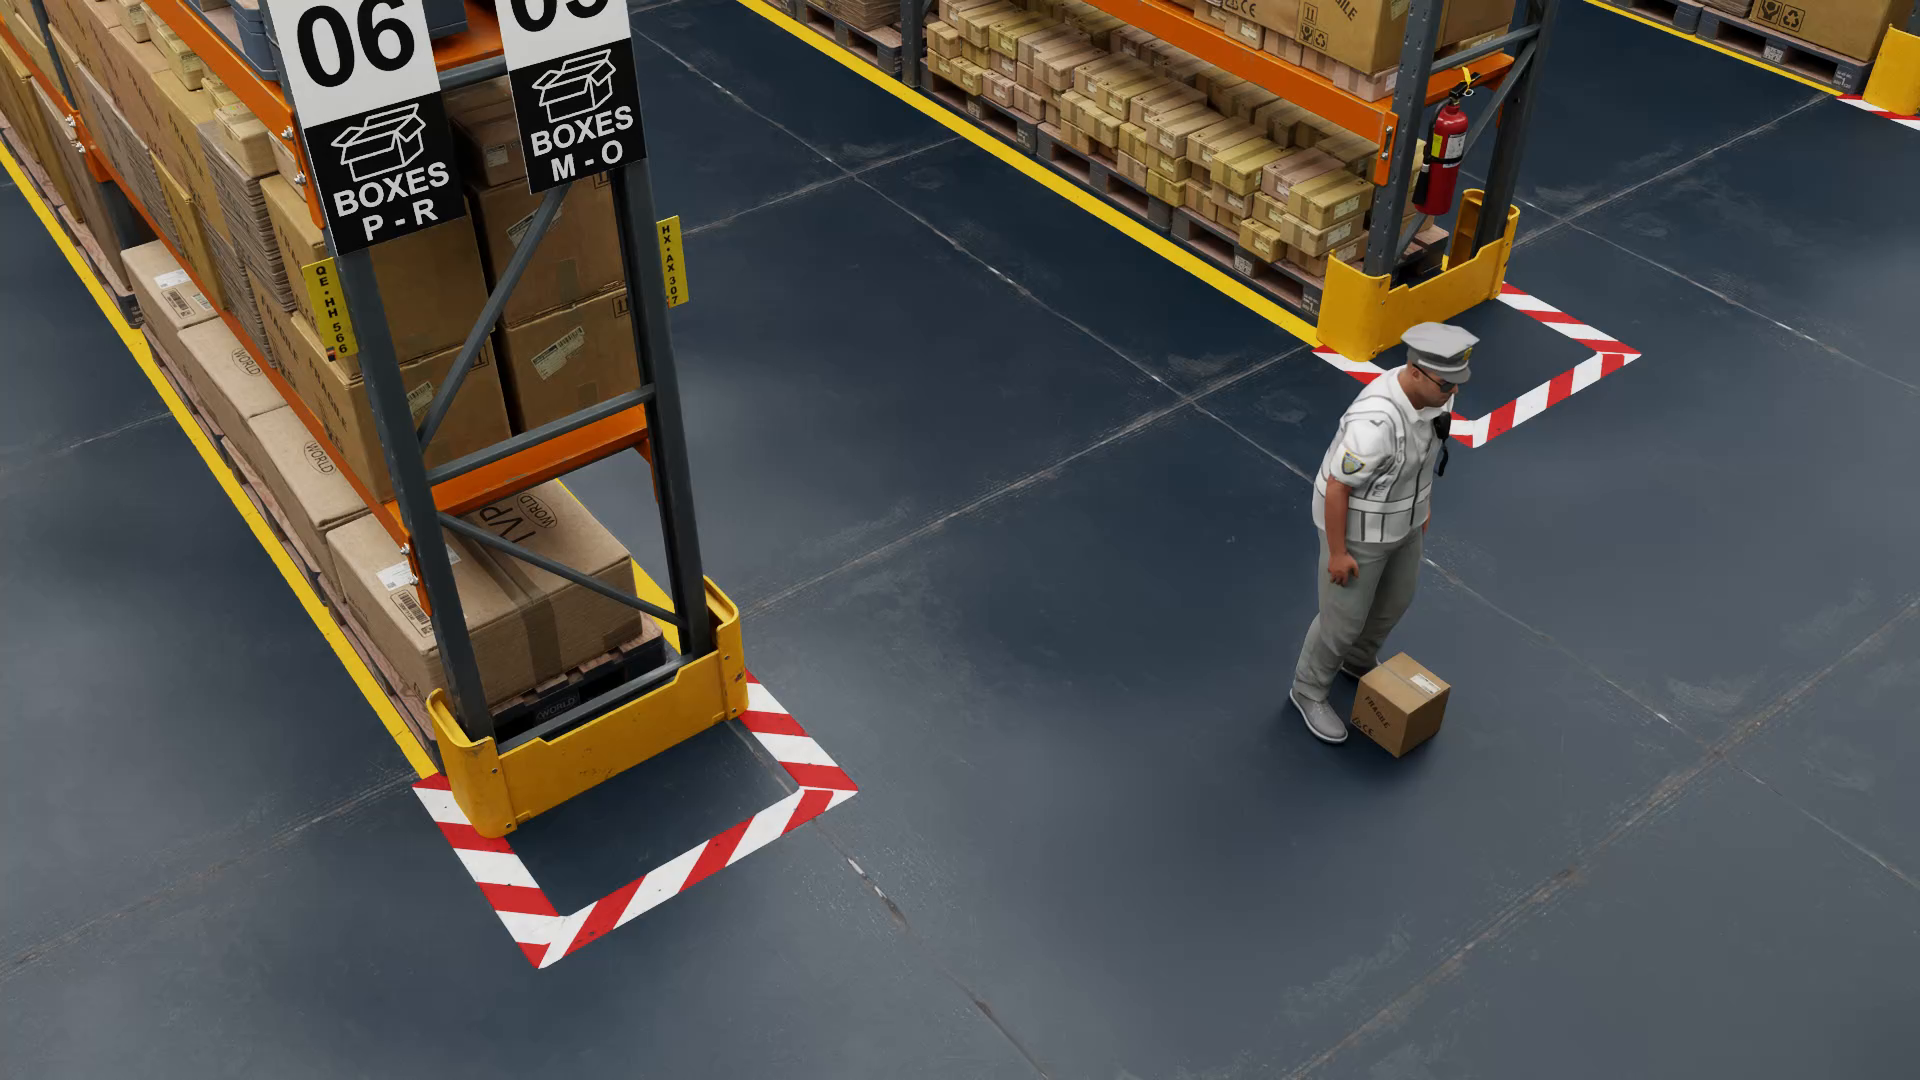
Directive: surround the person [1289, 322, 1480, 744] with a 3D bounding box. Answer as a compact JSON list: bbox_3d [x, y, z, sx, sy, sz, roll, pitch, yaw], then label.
[{"bbox_3d":[1.556,-0.066,6.230,0.589,1.746,0.436,-28,48,-29],"label":"person"}]
